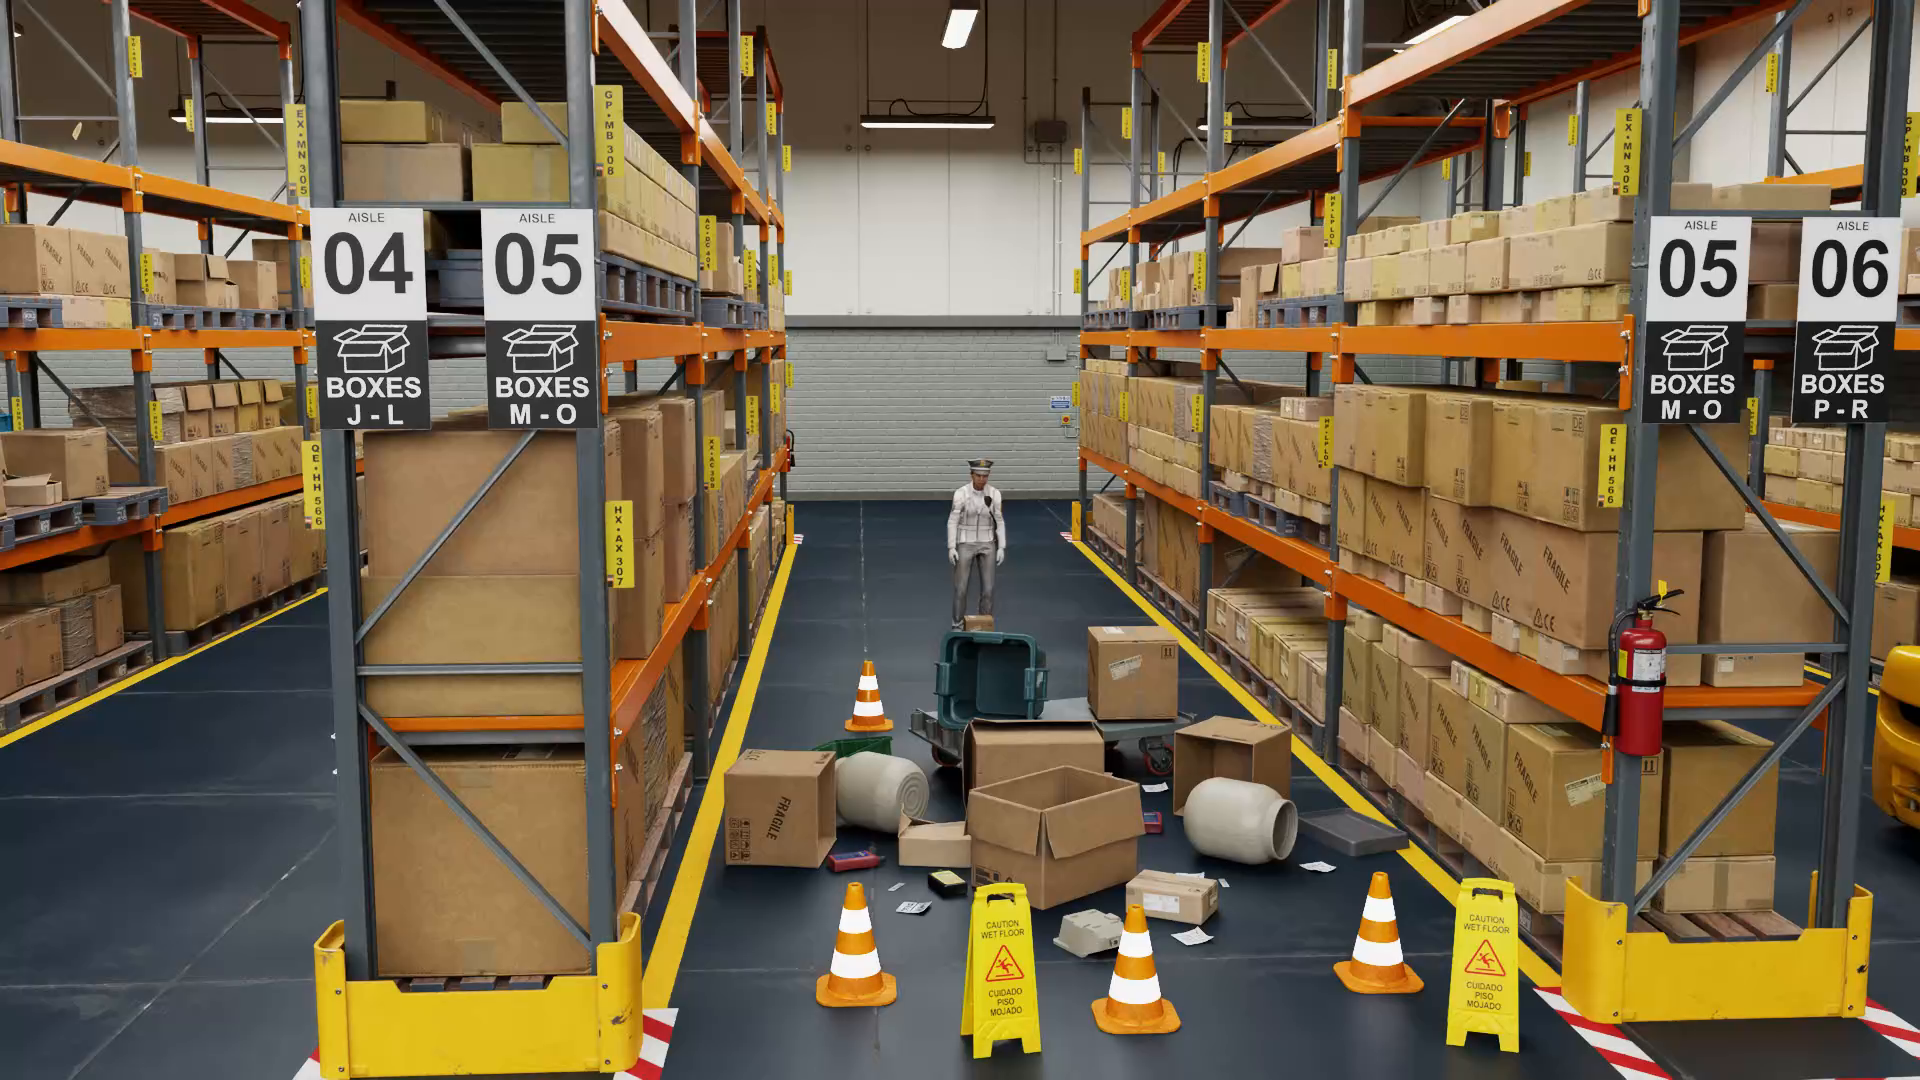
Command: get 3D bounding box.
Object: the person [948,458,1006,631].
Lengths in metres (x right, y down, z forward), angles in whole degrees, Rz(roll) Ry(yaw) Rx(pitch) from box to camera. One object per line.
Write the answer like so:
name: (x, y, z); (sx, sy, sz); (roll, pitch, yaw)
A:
person: (0.149, 0.089, 15.015); (0.543, 1.662, 0.376); (-1, 7, -7)
